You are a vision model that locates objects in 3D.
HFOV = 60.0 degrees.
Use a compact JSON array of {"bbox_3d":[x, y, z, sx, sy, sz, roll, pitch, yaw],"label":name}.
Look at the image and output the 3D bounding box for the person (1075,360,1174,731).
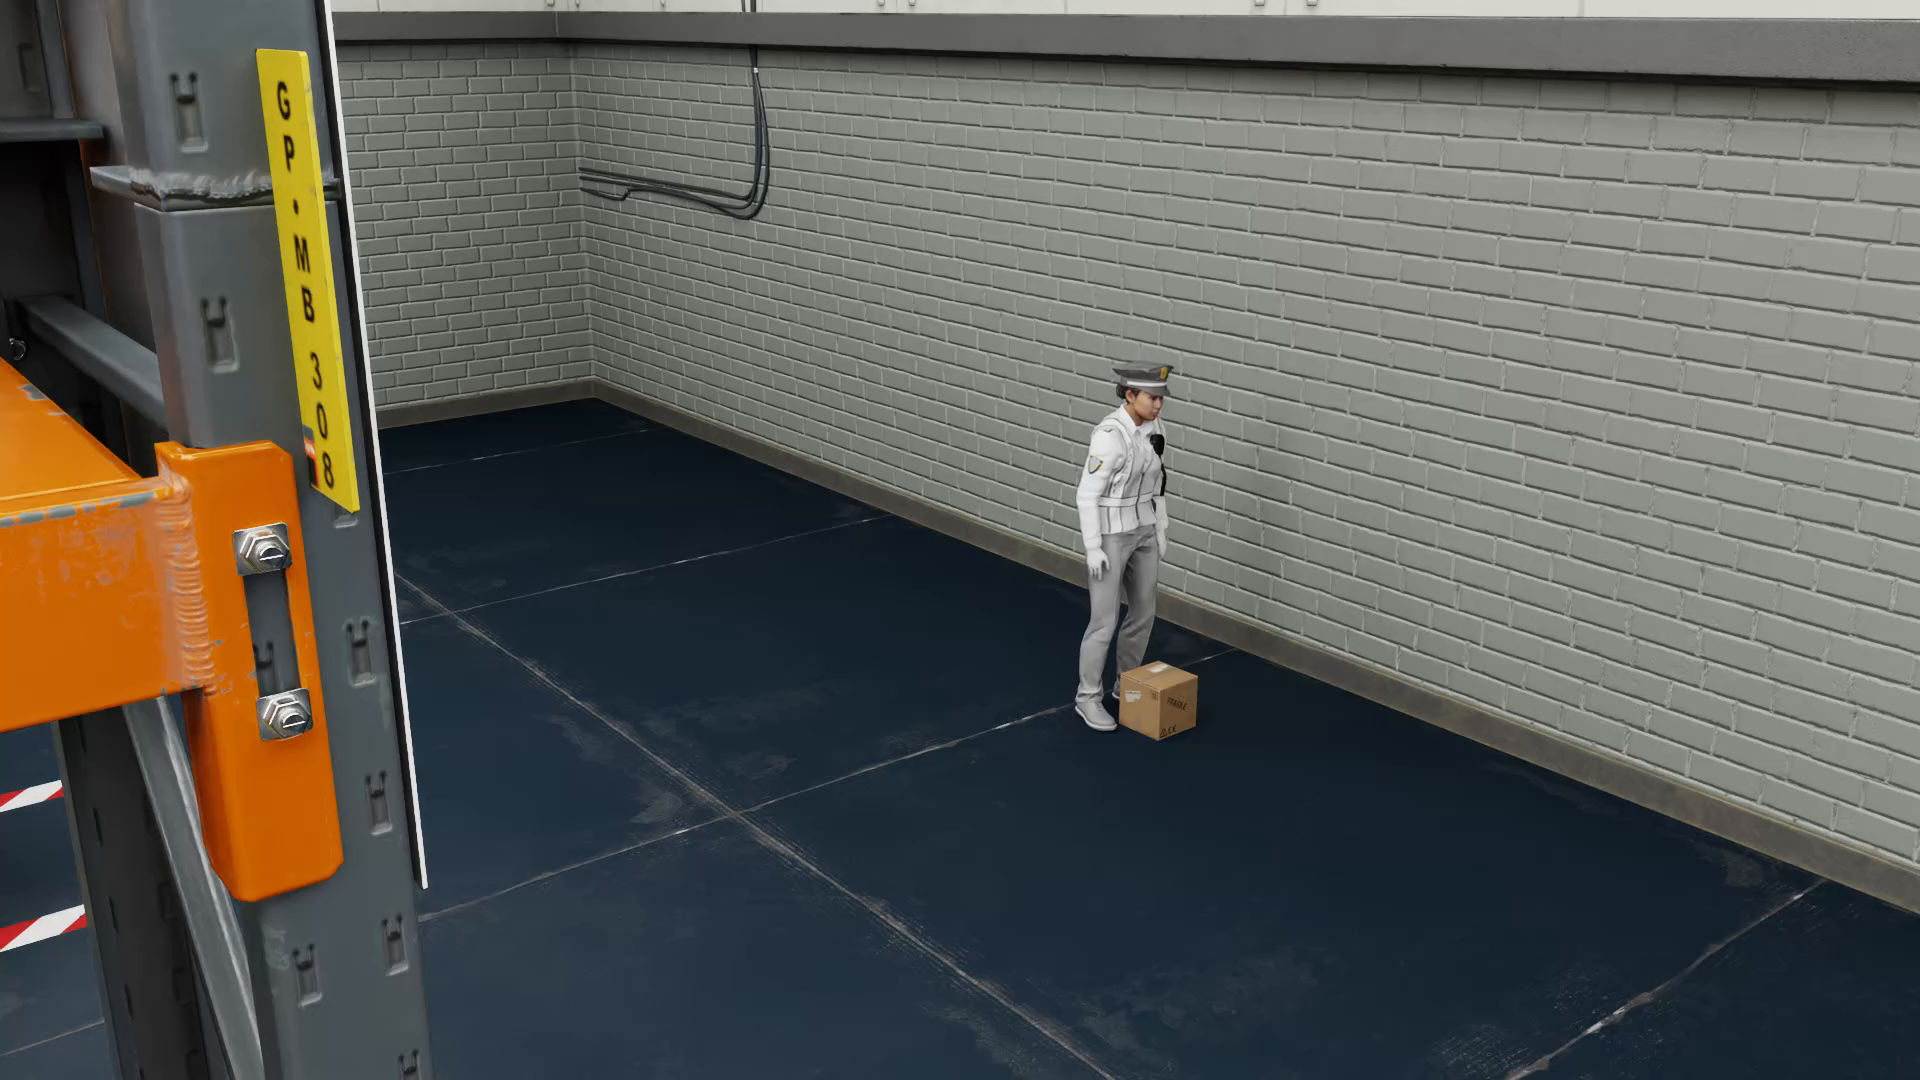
[{"bbox_3d":[0.749,0.001,7.545,0.537,1.662,0.373,-15,23,-39],"label":"person"}]
